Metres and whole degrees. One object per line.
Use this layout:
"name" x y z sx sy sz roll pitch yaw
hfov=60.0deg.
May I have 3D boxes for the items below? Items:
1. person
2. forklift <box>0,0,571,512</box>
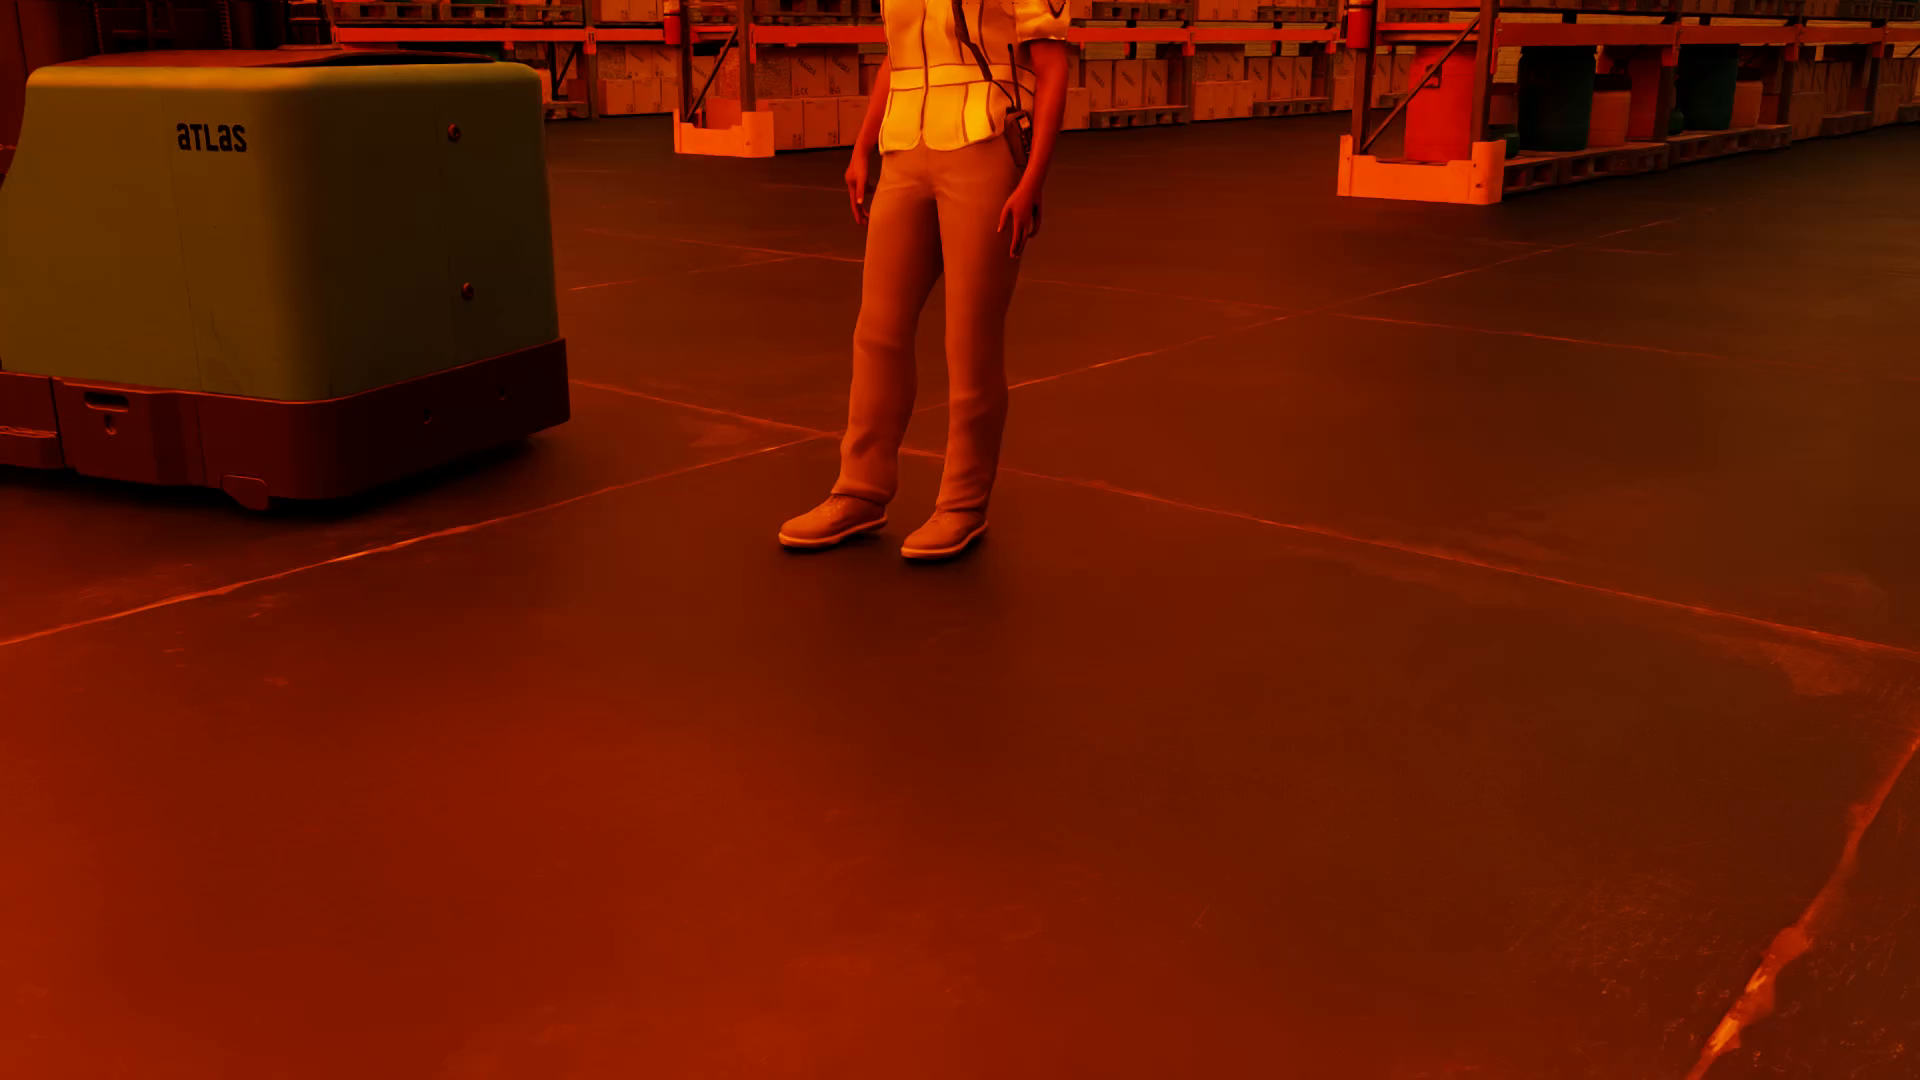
"person" -0.063 -0.805 3.650 0.570 1.697 0.528 13 21 37
"forklift" -2.703 -1.733 4.604 3.031 2.935 1.130 7 18 22
